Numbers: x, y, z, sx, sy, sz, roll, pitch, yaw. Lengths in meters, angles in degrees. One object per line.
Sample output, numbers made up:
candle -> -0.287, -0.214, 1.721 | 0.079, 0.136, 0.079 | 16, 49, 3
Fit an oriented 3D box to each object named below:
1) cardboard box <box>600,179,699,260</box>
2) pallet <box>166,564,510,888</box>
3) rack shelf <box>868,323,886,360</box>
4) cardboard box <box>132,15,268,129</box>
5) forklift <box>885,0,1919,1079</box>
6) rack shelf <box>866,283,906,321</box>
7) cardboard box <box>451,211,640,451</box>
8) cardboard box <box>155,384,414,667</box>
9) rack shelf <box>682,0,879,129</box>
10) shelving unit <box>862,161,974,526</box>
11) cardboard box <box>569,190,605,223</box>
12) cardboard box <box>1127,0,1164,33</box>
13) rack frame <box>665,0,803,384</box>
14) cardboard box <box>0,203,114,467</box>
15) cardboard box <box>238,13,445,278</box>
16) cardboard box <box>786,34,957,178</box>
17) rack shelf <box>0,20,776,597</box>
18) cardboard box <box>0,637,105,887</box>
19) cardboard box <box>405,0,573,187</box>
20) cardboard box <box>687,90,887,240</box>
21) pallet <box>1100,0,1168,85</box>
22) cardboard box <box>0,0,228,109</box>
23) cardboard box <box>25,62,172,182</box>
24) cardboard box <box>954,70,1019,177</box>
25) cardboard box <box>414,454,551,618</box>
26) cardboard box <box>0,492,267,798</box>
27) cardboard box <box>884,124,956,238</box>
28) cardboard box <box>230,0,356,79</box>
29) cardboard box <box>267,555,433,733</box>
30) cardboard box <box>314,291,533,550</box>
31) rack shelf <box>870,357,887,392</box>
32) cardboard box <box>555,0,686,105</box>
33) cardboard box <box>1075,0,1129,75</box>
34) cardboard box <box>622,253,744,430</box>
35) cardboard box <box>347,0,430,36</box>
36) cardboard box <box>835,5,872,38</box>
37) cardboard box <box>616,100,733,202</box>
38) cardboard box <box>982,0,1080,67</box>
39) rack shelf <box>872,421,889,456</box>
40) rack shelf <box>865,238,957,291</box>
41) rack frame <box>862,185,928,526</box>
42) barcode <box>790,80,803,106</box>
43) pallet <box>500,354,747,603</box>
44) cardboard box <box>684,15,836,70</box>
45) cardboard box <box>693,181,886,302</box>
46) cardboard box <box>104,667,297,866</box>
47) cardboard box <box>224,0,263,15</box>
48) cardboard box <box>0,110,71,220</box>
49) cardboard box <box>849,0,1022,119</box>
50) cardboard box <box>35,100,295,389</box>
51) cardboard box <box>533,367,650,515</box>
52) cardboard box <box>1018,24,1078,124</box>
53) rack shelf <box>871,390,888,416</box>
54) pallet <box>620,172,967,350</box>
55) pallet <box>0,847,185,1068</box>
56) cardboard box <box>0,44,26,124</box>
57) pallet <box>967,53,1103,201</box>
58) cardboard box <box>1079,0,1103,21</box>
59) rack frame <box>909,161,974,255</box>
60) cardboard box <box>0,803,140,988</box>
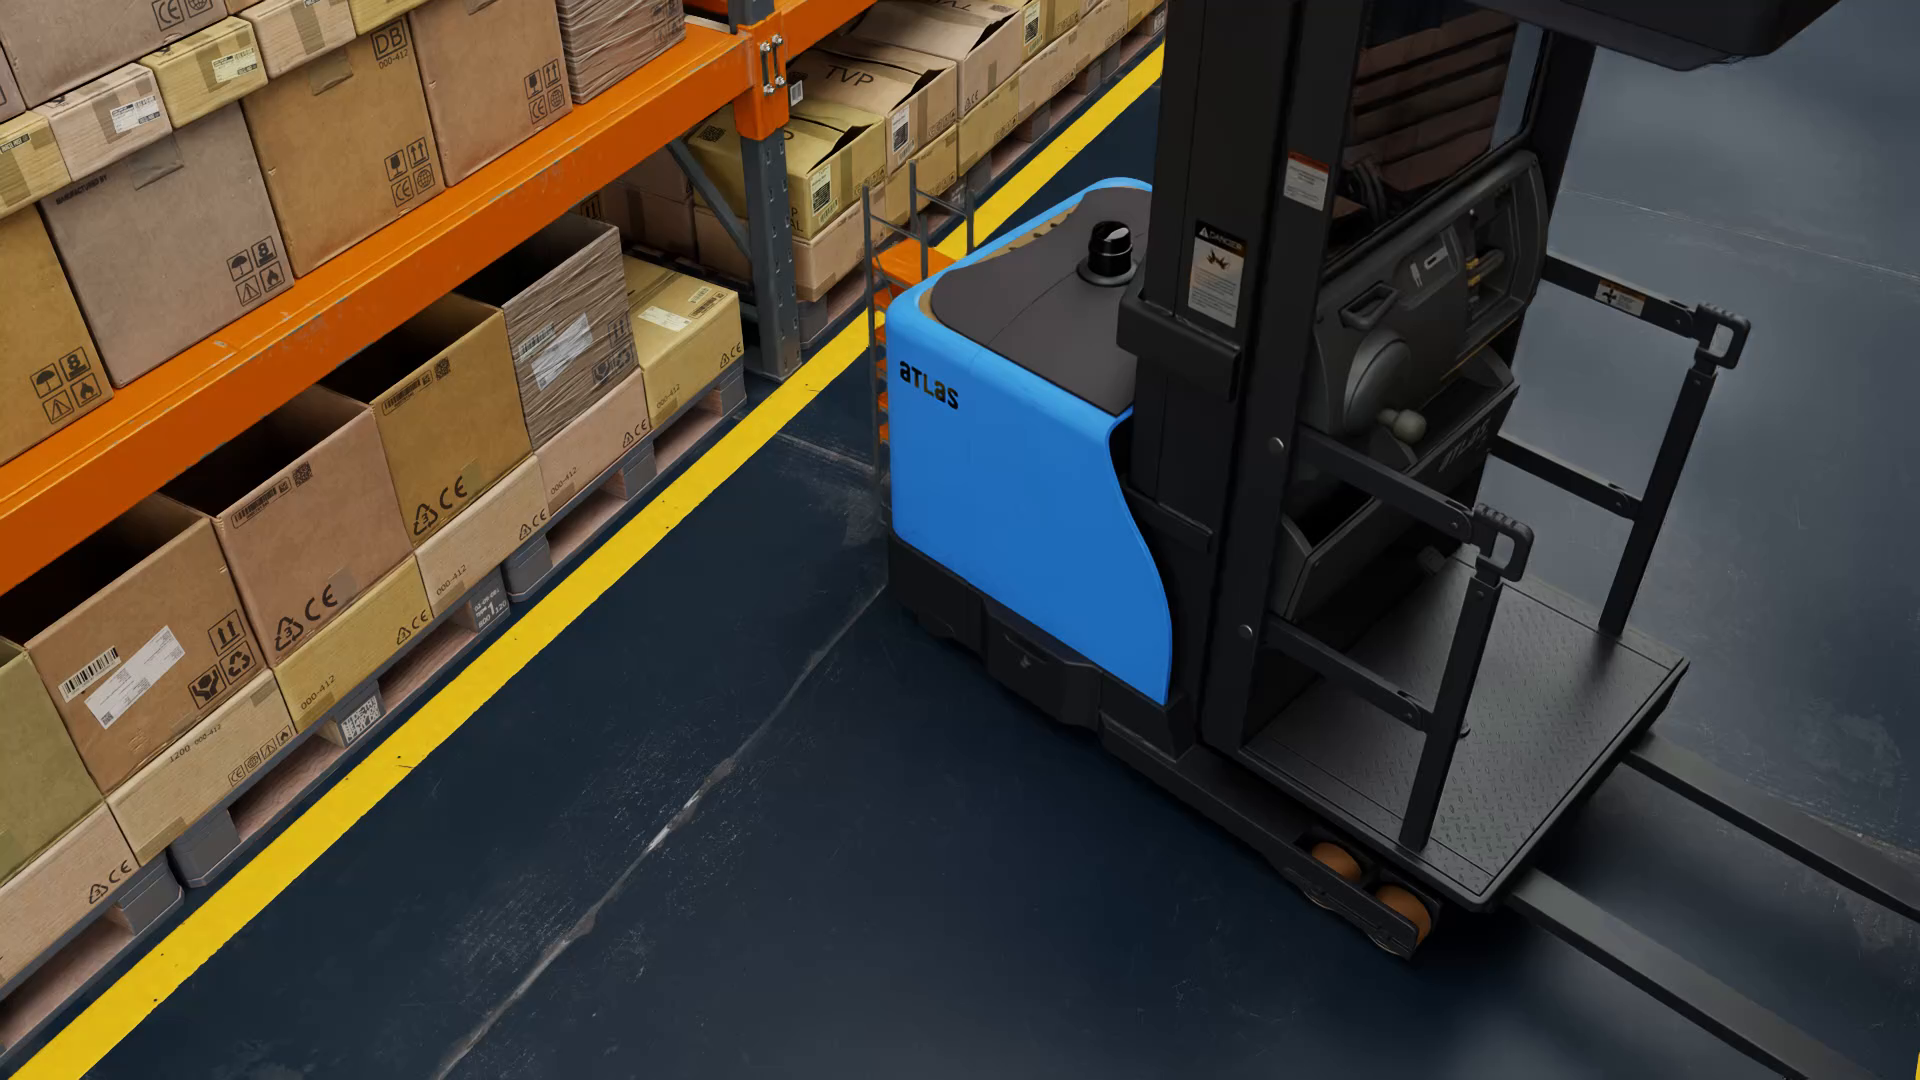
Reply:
cardboard box -> -1.071, -1.337, 6.262 | 0.500, 0.250, 0.500 | 20, 45, 22
pallet -> -2.071, 0.310, 4.738 | 1.003, 0.211, 1.213 | 21, 45, 22
rack shelf -> -0.114, -0.563, 4.867 | 0.258, 0.103, 0.180 | 32, 50, 31
cardboard box -> -1.745, -1.054, 3.611 | 0.380, 0.149, 0.250 | 22, 46, 23
forklift -> 1.205, -0.478, 3.575 | 3.031, 2.935, 1.130 | 32, 50, 31
rack shelf -> -0.114, -0.653, 4.787 | 0.258, 0.103, 0.180 | 32, 50, 31
cardboard box -> -1.331, -0.666, 4.932 | 0.500, 0.500, 0.500 | 21, 45, 22
cardboard box -> -1.815, -0.088, 4.275 | 0.500, 0.500, 0.500 | 21, 45, 22
rack shelf -> -0.027, -2.753, 6.651 | 1.077, 0.370, 4.000 | 21, 45, 22
shelving unit -> -0.114, -0.506, 4.916 | 0.258, 1.200, 0.189 | 32, 50, 31
cardboard box -> -1.531, -1.124, 5.452 | 0.500, 0.500, 0.500 | 21, 45, 22
cardboard box -> 0.667, -2.615, 7.713 | 0.500, 0.250, 0.500 | 20, 45, 22
rack frame -> -1.027, -1.879, 5.113 | 1.000, 3.000, 0.127 | 21, 45, 22
cardboard box -> -2.272, -0.474, 3.443 | 0.700, 0.500, 0.500 | 21, 46, 22
cardboard box -> -1.757, -1.070, 4.120 | 0.700, 0.500, 0.500 | 22, 46, 23
cardboard box -> -0.350, -1.653, 6.196 | 0.500, 0.311, 0.500 | 20, 45, 22
rack shelf -> -2.028, -0.464, 4.052 | 1.077, 0.370, 4.000 | 21, 45, 22
cardboard box -> -2.320, 0.483, 3.627 | 0.500, 0.500, 0.500 | 21, 45, 22
cardboard box -> -1.502, -1.356, 4.445 | 0.700, 0.500, 0.500 | 20, 45, 22
cardboard box -> -0.605, -1.369, 5.873 | 0.500, 0.311, 0.500 | 21, 46, 22
pallet -> 0.528, -2.663, 8.114 | 1.003, 0.211, 1.213 | 21, 45, 22
cardboard box -> -1.997, -1.285, 3.383 | 0.700, 0.500, 0.500 | 21, 46, 22
cardboard box -> -1.876, -0.903, 3.440 | 0.380, 0.149, 0.250 | 21, 46, 22
cardboard box -> -0.097, -1.742, 6.722 | 0.500, 0.250, 0.500 | 20, 45, 21
cardboard box -> -1.566, -0.093, 4.848 | 0.500, 0.250, 0.500 | 21, 45, 22
cardboard box -> -2.080, 0.193, 3.957 | 0.500, 0.500, 0.500 | 21, 45, 22
cardboard box -> -0.354, -1.445, 6.384 | 0.500, 0.250, 0.500 | 22, 46, 23
cardboard box -> -1.615, -1.207, 3.784 | 0.380, 0.149, 0.250 | 22, 46, 23
cardboard box -> -1.816, 0.194, 4.523 | 0.500, 0.250, 0.500 | 21, 45, 22
cardboard box -> -1.577, -0.378, 4.605 | 0.500, 0.500, 0.500 | 21, 45, 22
rack shelf -> -0.114, -0.473, 4.946 | 0.258, 0.103, 0.180 | 32, 50, 31
cardboard box -> -1.244, -1.660, 4.790 | 0.700, 0.500, 0.500 | 20, 45, 21
cardboard box -> 0.413, -2.328, 7.387 | 0.500, 0.250, 0.500 | 22, 46, 23
cardboard box -> -1.070, -0.667, 5.500 | 0.500, 0.250, 0.500 | 21, 45, 22
cardboard box -> -1.489, -1.351, 3.948 | 0.380, 0.149, 0.250 | 21, 45, 22
cardboard box -> -0.566, -2.126, 6.733 | 0.500, 0.311, 0.500 | 21, 45, 22
cardboard box -> -1.073, -1.541, 6.069 | 0.500, 0.311, 0.500 | 21, 45, 22
cardboard box -> 0.163, -2.249, 6.872 | 0.500, 0.311, 0.500 | 22, 46, 23
rack shelf -> -0.113, -0.292, 5.104 | 0.258, 0.103, 0.180 | 32, 50, 31
rack shelf -> -0.114, -0.743, 4.708 | 0.258, 0.103, 0.180 | 32, 50, 31
rack frame -> -0.176, -0.462, 4.866 | 0.240, 1.200, 0.006 | 32, 50, 31
barcode -> -0.539, -1.474, 5.486 | 0.001, 0.075, 0.075 | 21, 45, 22
pallet -> -1.462, -0.391, 5.534 | 1.003, 0.211, 1.213 | 21, 45, 22
cardboard box -> -0.818, -1.841, 6.409 | 0.500, 0.311, 0.500 | 22, 46, 23
cardboard box -> -0.611, -1.153, 6.052 | 0.500, 0.250, 0.500 | 20, 45, 21
cardboard box -> -2.071, 0.478, 4.200 | 0.500, 0.250, 0.500 | 21, 45, 22
cardboard box -> -1.747, -1.571, 3.707 | 0.700, 0.500, 0.500 | 21, 45, 22
cardboard box -> -2.004, -0.762, 3.279 | 0.380, 0.149, 0.250 | 20, 45, 22
cardboard box -> -0.092, -1.950, 6.533 | 0.500, 0.311, 0.500 | 19, 45, 21
cardboard box -> -2.012, -0.777, 3.787 | 0.700, 0.500, 0.500 | 22, 46, 23
cardboard box -> -1.329, -0.384, 5.179 | 0.500, 0.250, 0.500 | 21, 45, 22
cardboard box -> 0.158, -2.033, 7.052 | 0.500, 0.250, 0.500 | 22, 46, 23
rack shelf -> -0.113, -0.383, 5.025 | 0.258, 0.103, 0.180 | 32, 50, 31
pallet -> -0.693, -1.267, 6.528 | 1.003, 0.211, 1.213 | 21, 45, 22
pallet -> -2.683, 1.005, 3.949 | 1.003, 0.211, 1.213 | 21, 45, 22
cardboard box -> -2.248, -0.999, 3.057 | 0.700, 0.500, 0.500 | 21, 46, 22
pallet -> -0.083, -1.967, 7.324 | 1.003, 0.211, 1.213 | 21, 45, 22
cardboard box -> 0.416, -2.535, 7.197 | 0.500, 0.311, 0.500 | 21, 45, 22
rack frame -> -0.051, -0.550, 4.967 | 0.240, 1.200, 0.006 | 32, 50, 31
cardboard box -> -2.321, 0.764, 3.876 | 0.500, 0.250, 0.500 | 21, 45, 22
